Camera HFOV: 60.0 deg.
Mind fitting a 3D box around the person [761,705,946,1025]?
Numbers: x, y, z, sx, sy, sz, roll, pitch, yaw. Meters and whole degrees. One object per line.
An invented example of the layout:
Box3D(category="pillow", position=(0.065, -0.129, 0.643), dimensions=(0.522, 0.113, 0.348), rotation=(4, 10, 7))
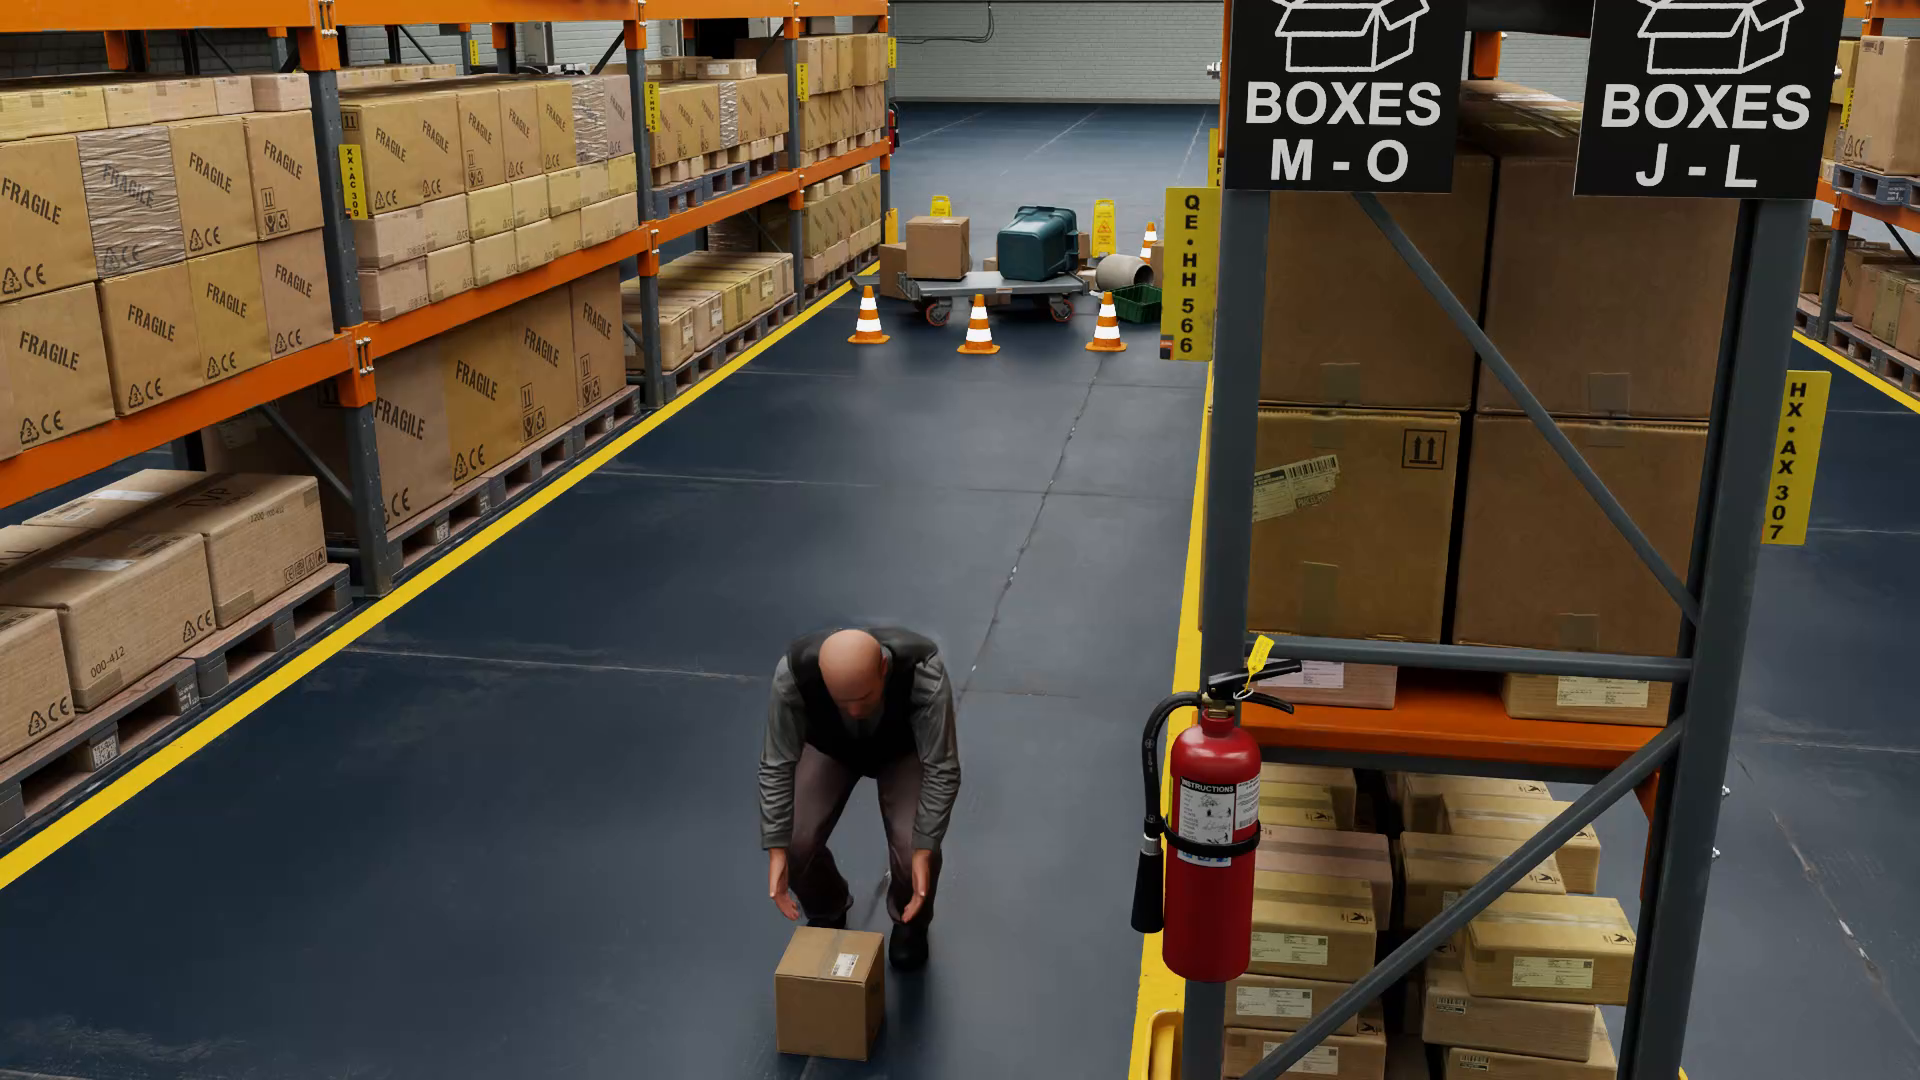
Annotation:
Box3D(category="person", position=(-0.289, 0.853, 4.825), dimensions=(0.535, 0.877, 0.871), rotation=(3, 18, 8))
